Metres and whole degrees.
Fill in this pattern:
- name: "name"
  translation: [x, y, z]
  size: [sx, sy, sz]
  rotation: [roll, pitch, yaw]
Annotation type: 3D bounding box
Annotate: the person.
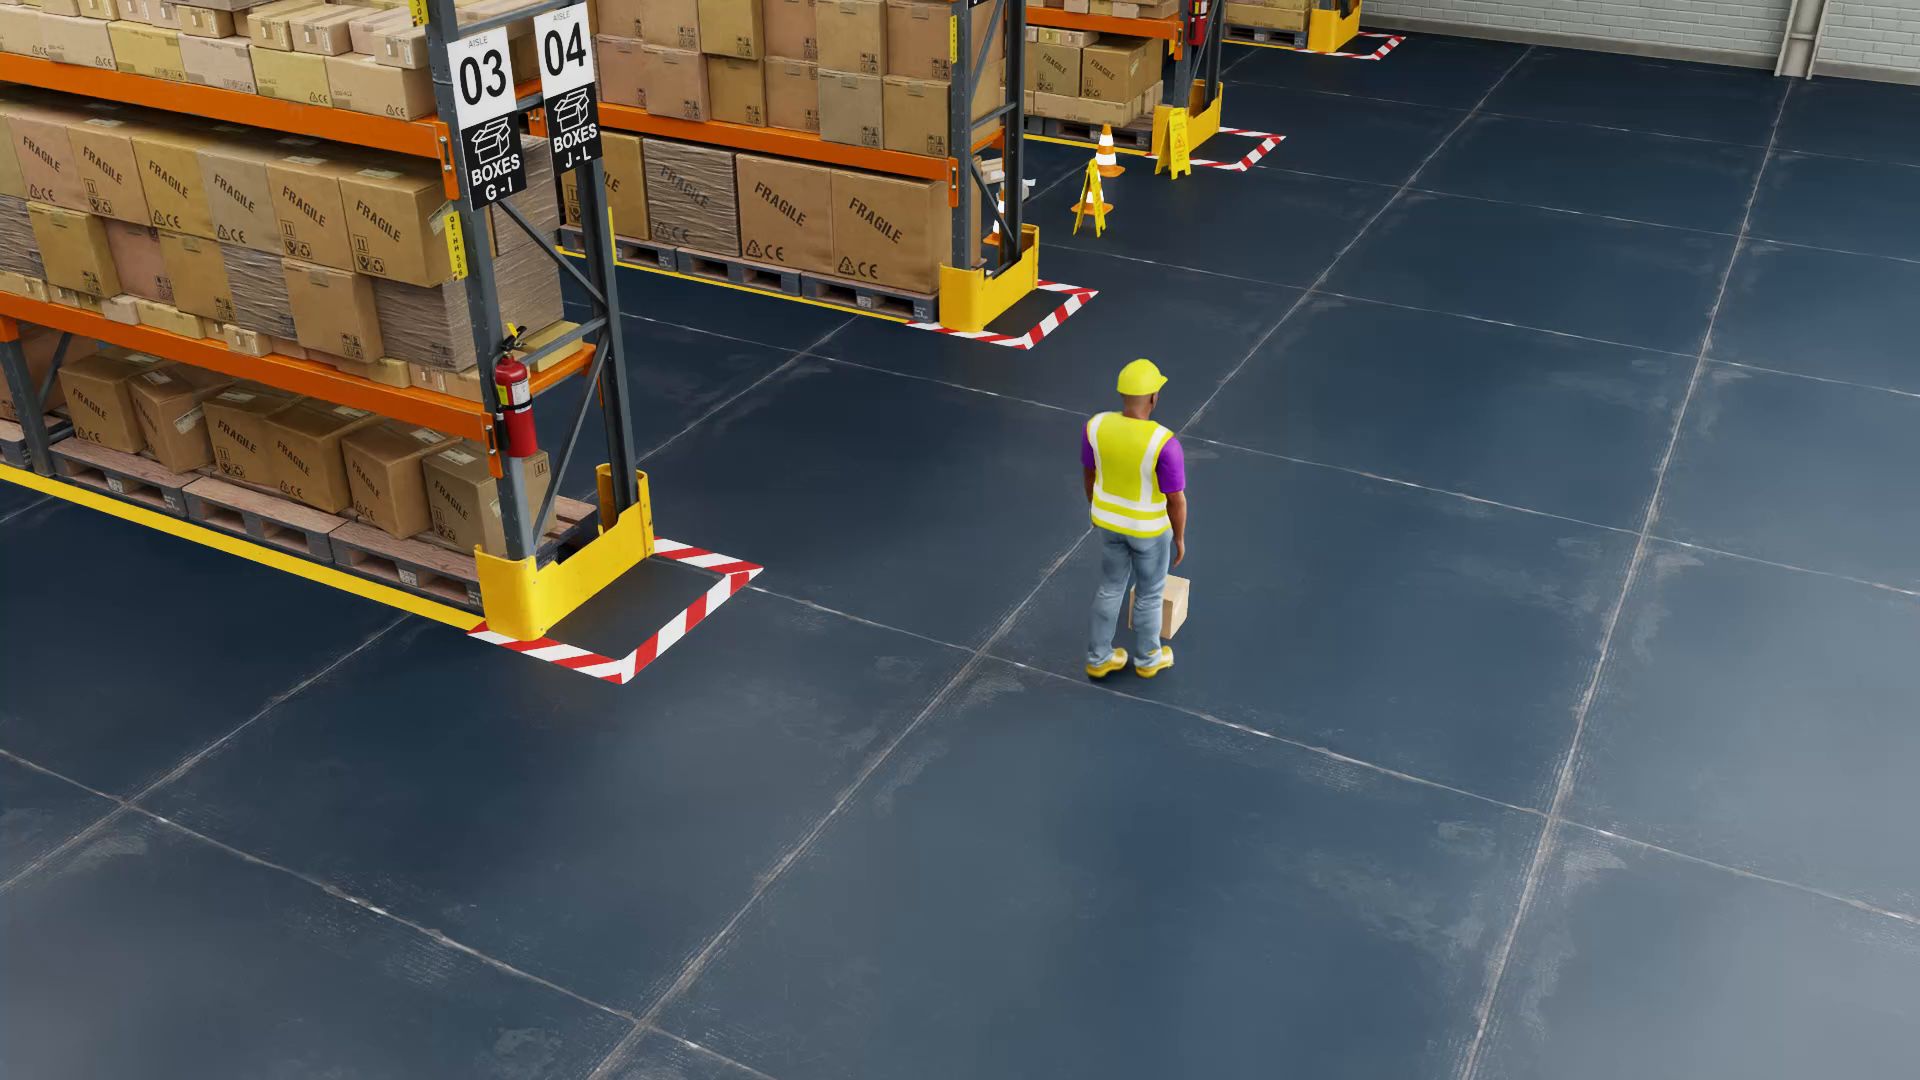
- name: "person"
  translation: [0.890, -0.090, 8.410]
  size: [0.586, 1.780, 0.509]
  rotation: [19, 35, 29]
